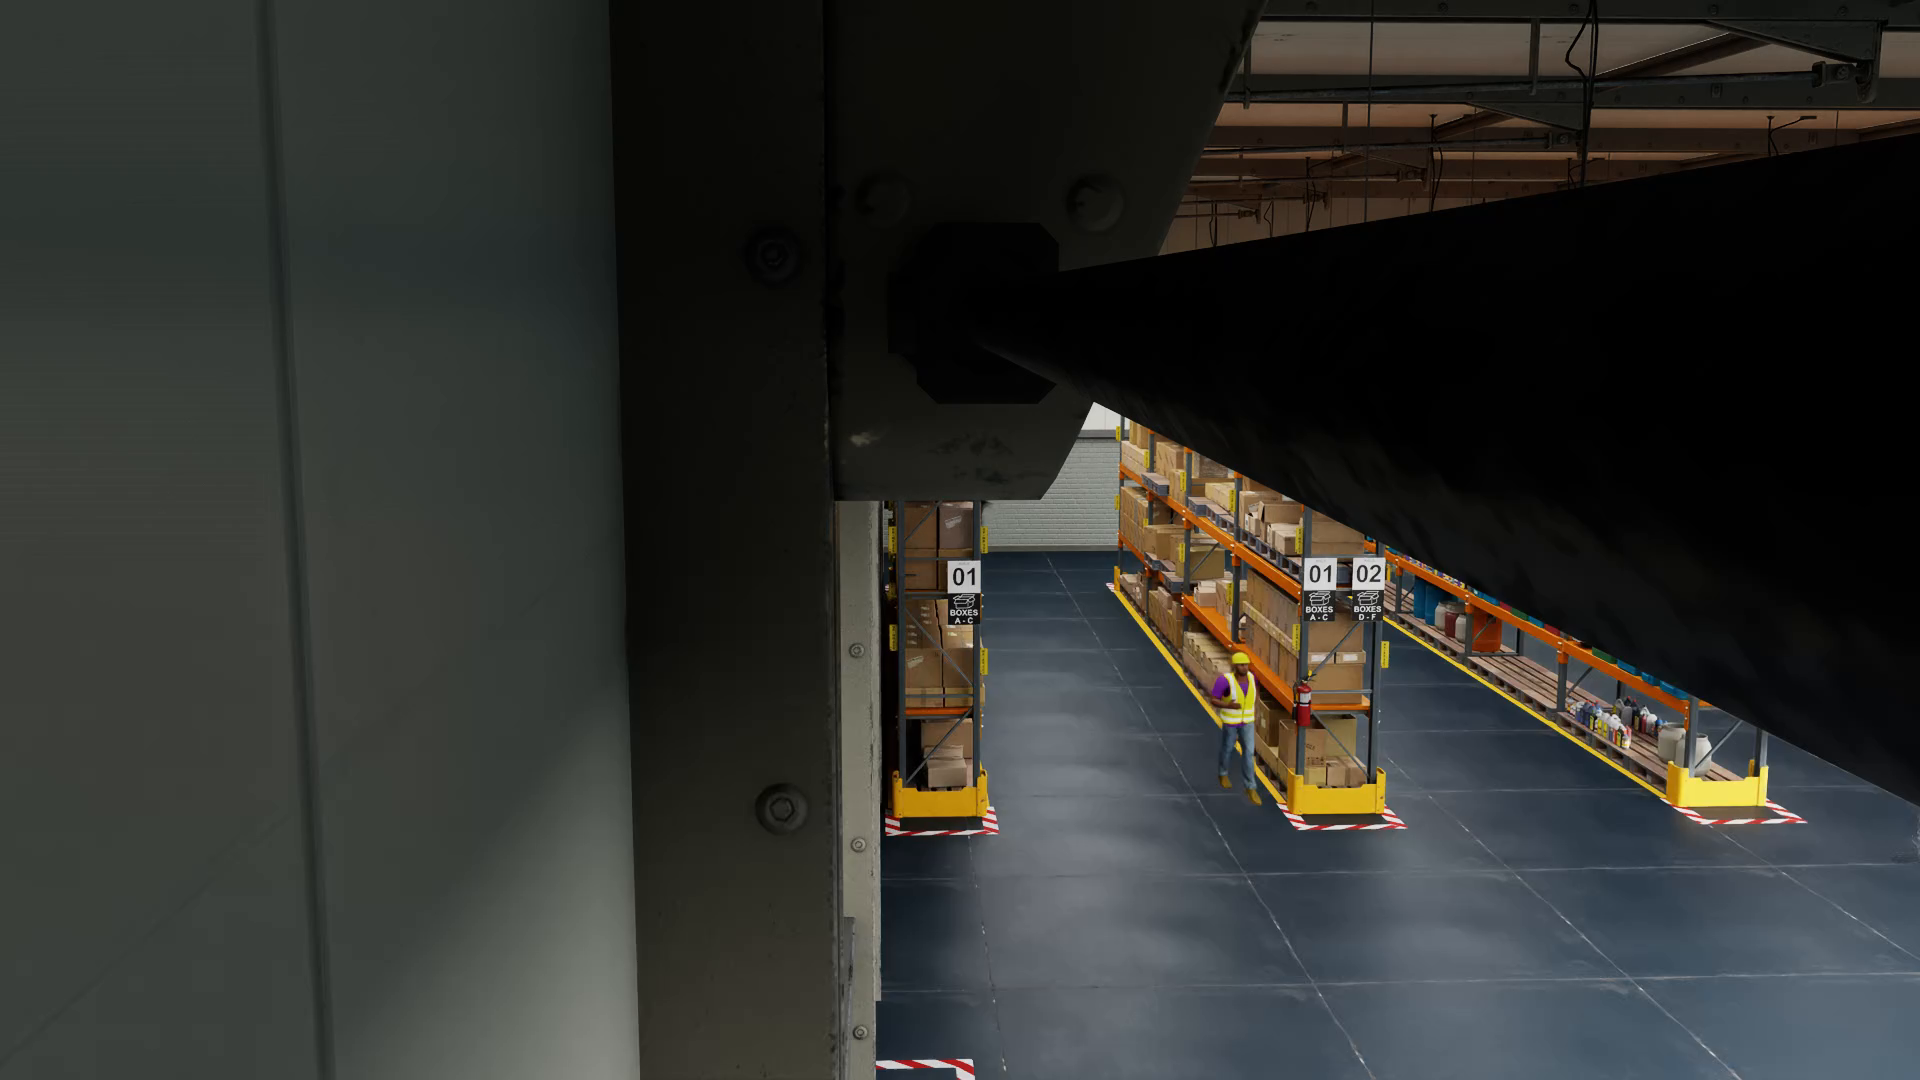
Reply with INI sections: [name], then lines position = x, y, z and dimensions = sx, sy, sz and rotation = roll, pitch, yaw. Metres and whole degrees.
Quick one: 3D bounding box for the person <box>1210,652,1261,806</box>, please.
[person]
position = 3.394, 2.261, 20.365
dimensions = 0.727, 1.827, 0.856
rotation = -2, 8, -14
